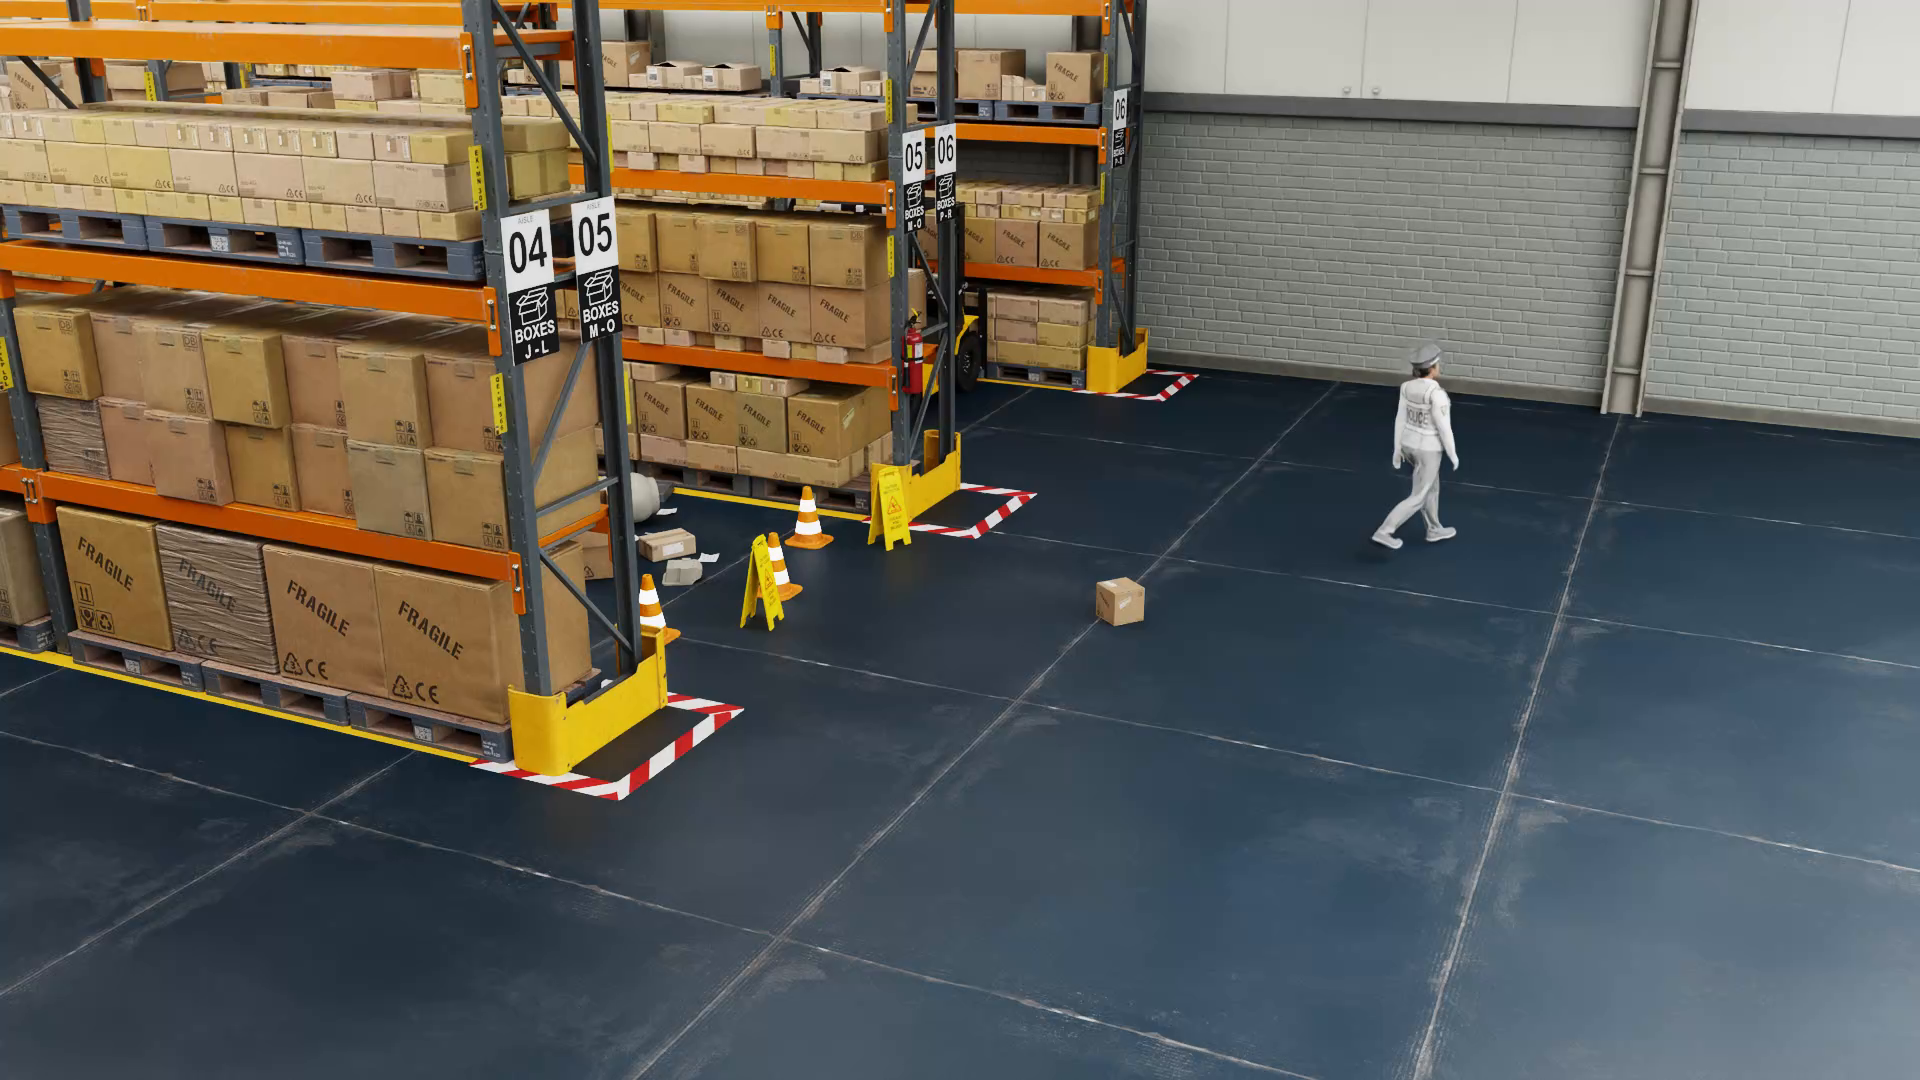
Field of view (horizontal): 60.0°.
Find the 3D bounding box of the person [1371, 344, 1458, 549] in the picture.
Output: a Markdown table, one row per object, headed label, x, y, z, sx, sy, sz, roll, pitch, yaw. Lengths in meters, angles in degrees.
| label | x | y | z | sx | sy | sz | roll | pitch | yaw |
| --- | --- | --- | --- | --- | --- | --- | --- | --- | --- |
| person | 3.649 | -0.720 | 13.079 | 0.941 | 1.647 | 0.482 | -8 | 21 | -23 |
